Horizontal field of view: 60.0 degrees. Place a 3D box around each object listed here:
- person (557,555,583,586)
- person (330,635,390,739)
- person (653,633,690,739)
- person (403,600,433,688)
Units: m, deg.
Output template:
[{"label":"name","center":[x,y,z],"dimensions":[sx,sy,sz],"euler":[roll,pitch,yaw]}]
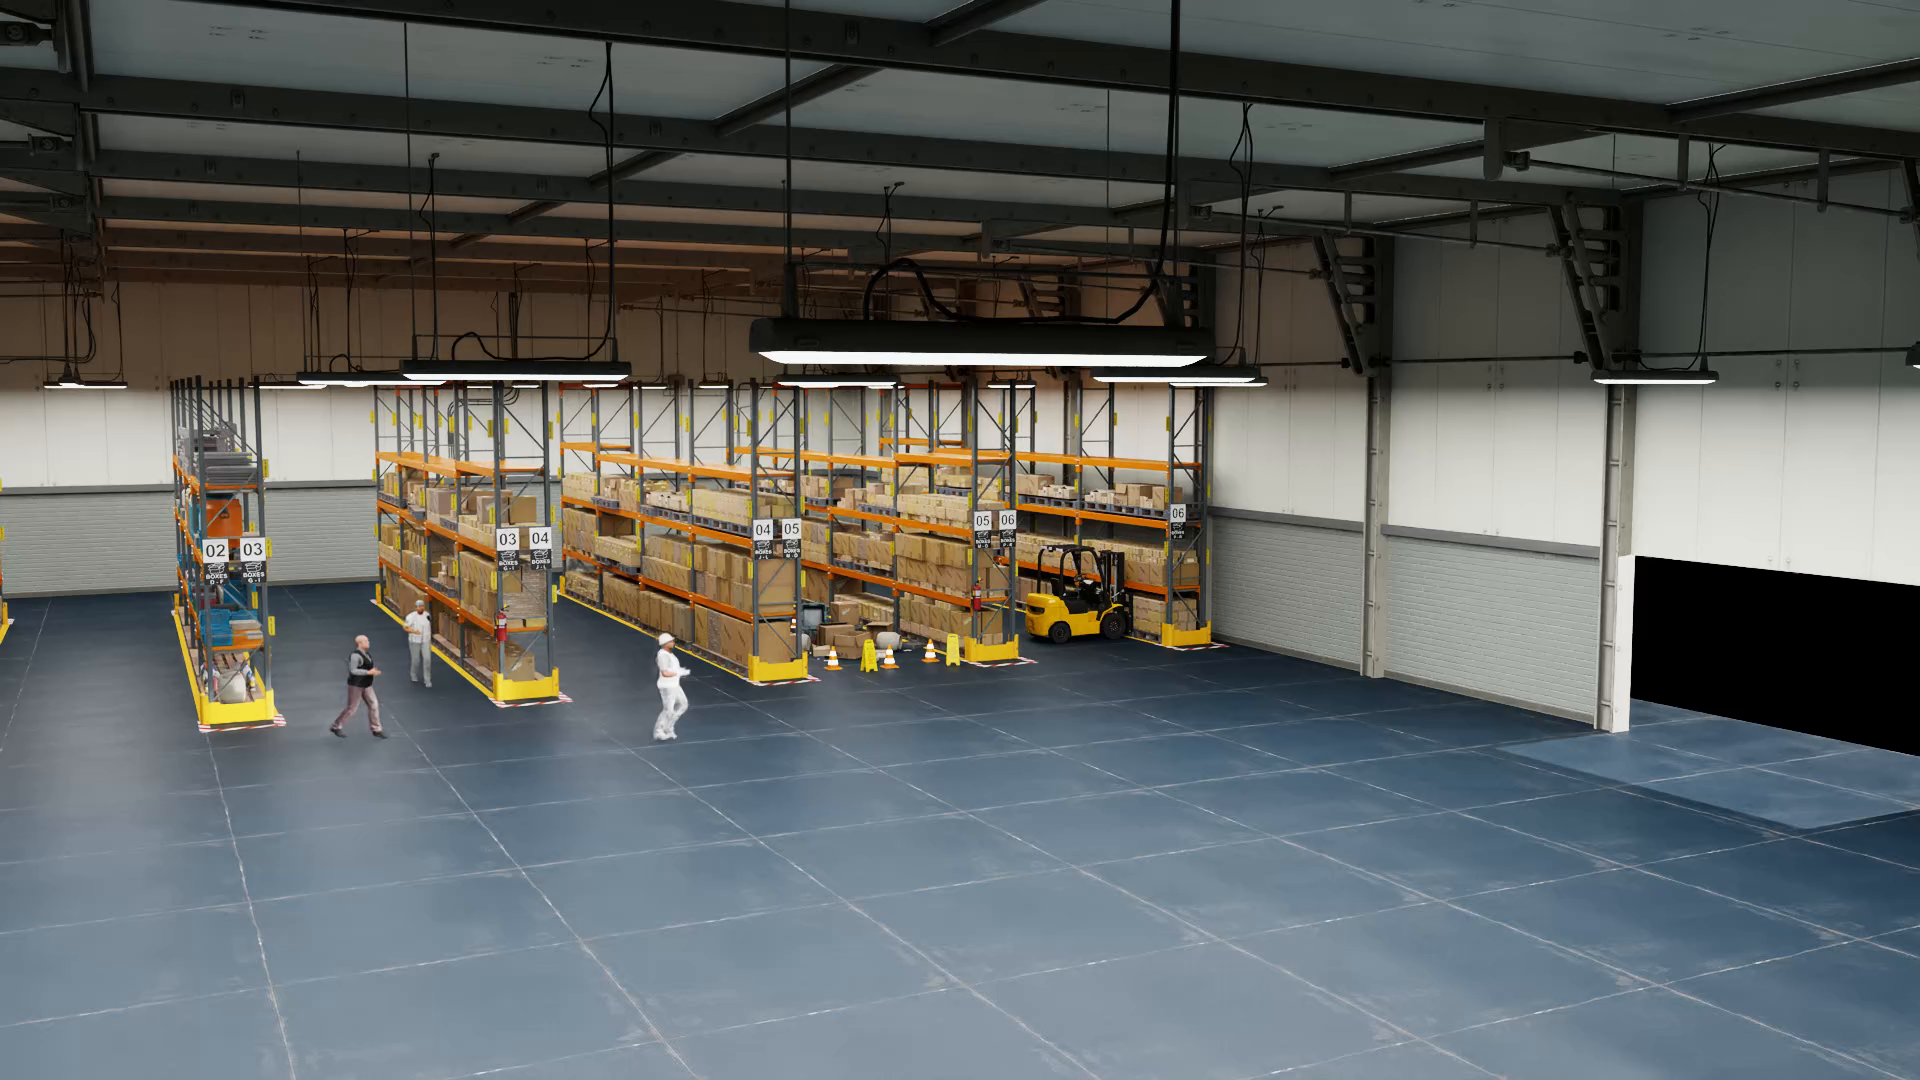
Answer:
[{"label":"person","center":[-11.424,0.493,48.751],"dimensions":[0.957,1.708,0.707],"euler":[1,5,8]},{"label":"person","center":[-9.883,2.427,27.302],"dimensions":[0.939,1.733,0.623],"euler":[1,5,8]},{"label":"person","center":[-4.725,2.413,27.305],"dimensions":[0.652,1.779,0.662],"euler":[0,5,2]},{"label":"person","center":[-10.567,2.010,32.488],"dimensions":[0.598,1.697,0.851],"euler":[-3,6,-30]}]
